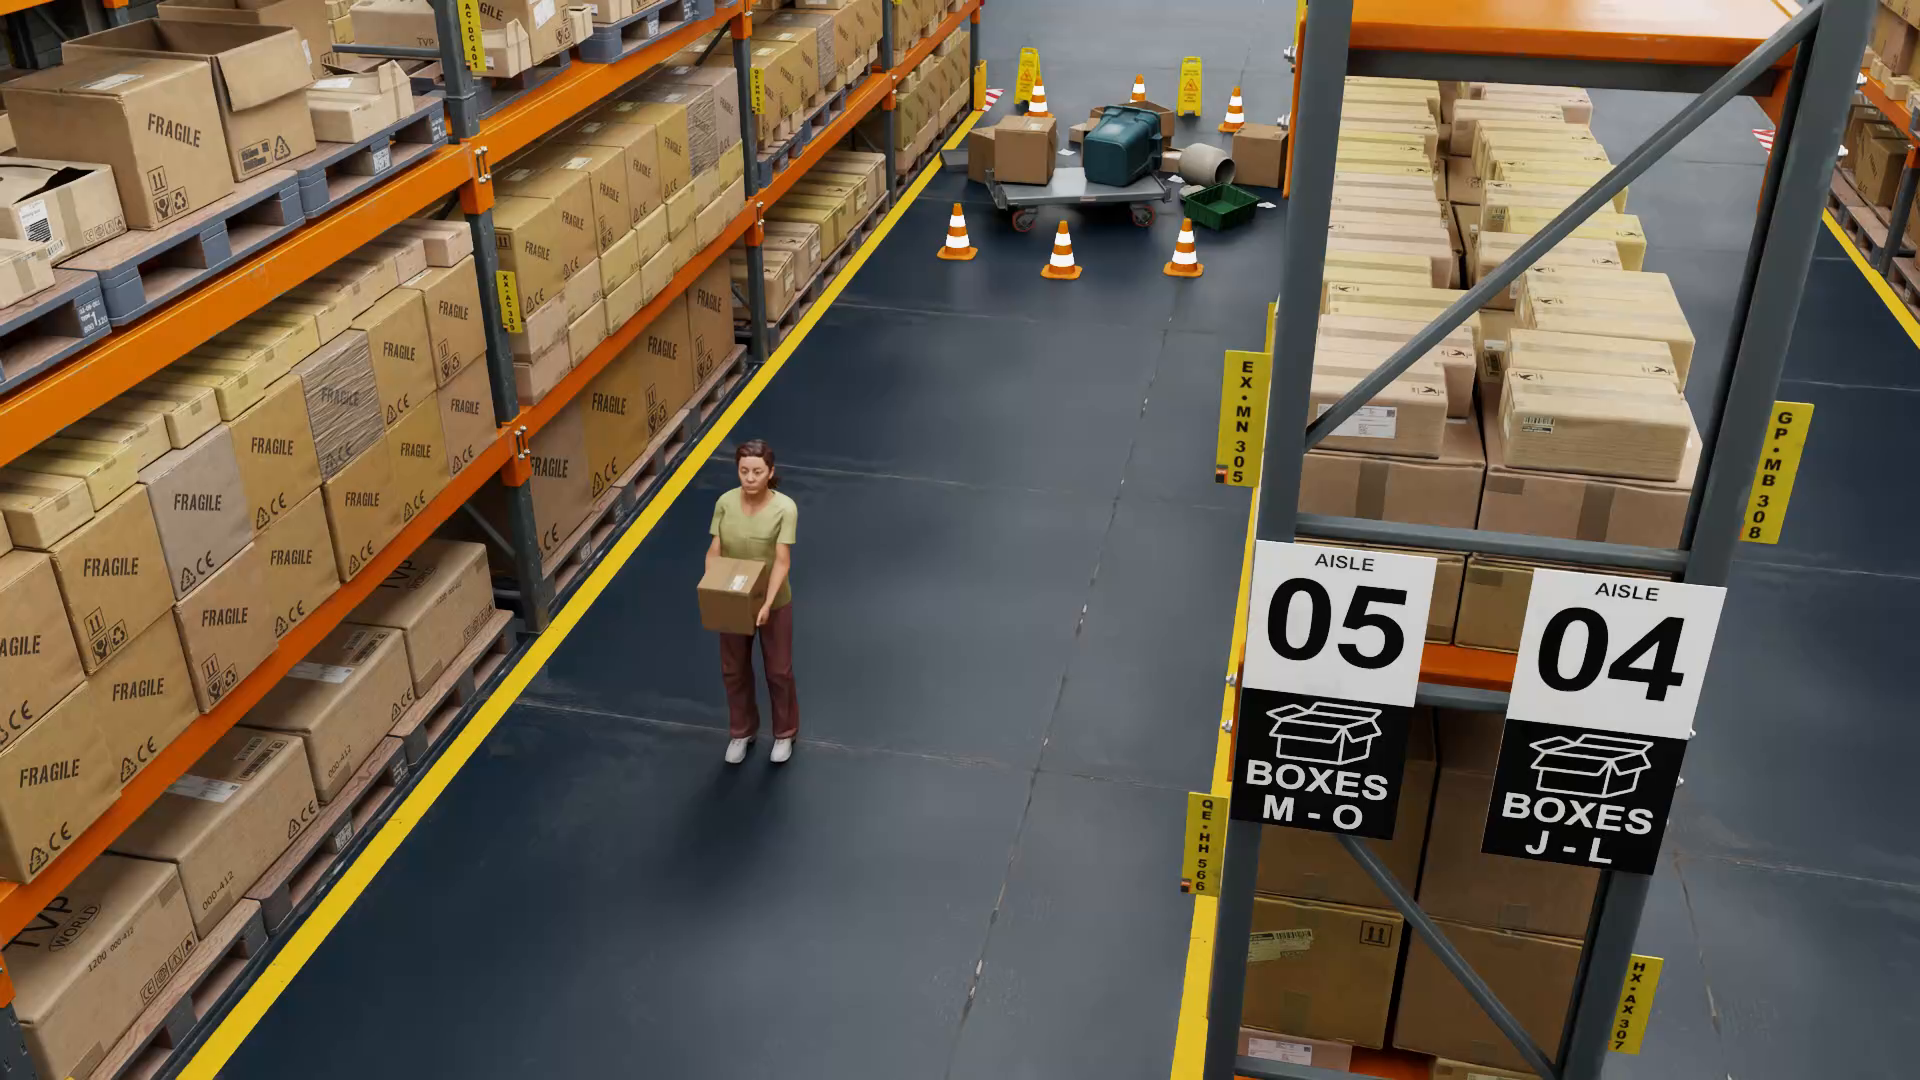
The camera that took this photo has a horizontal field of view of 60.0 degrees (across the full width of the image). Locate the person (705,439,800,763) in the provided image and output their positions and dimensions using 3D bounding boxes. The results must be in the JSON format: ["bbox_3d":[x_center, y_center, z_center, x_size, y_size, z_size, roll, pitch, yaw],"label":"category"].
[{"bbox_3d":[-1.002,0.331,8.028,0.425,1.662,0.562,6,30,11],"label":"person"}]
